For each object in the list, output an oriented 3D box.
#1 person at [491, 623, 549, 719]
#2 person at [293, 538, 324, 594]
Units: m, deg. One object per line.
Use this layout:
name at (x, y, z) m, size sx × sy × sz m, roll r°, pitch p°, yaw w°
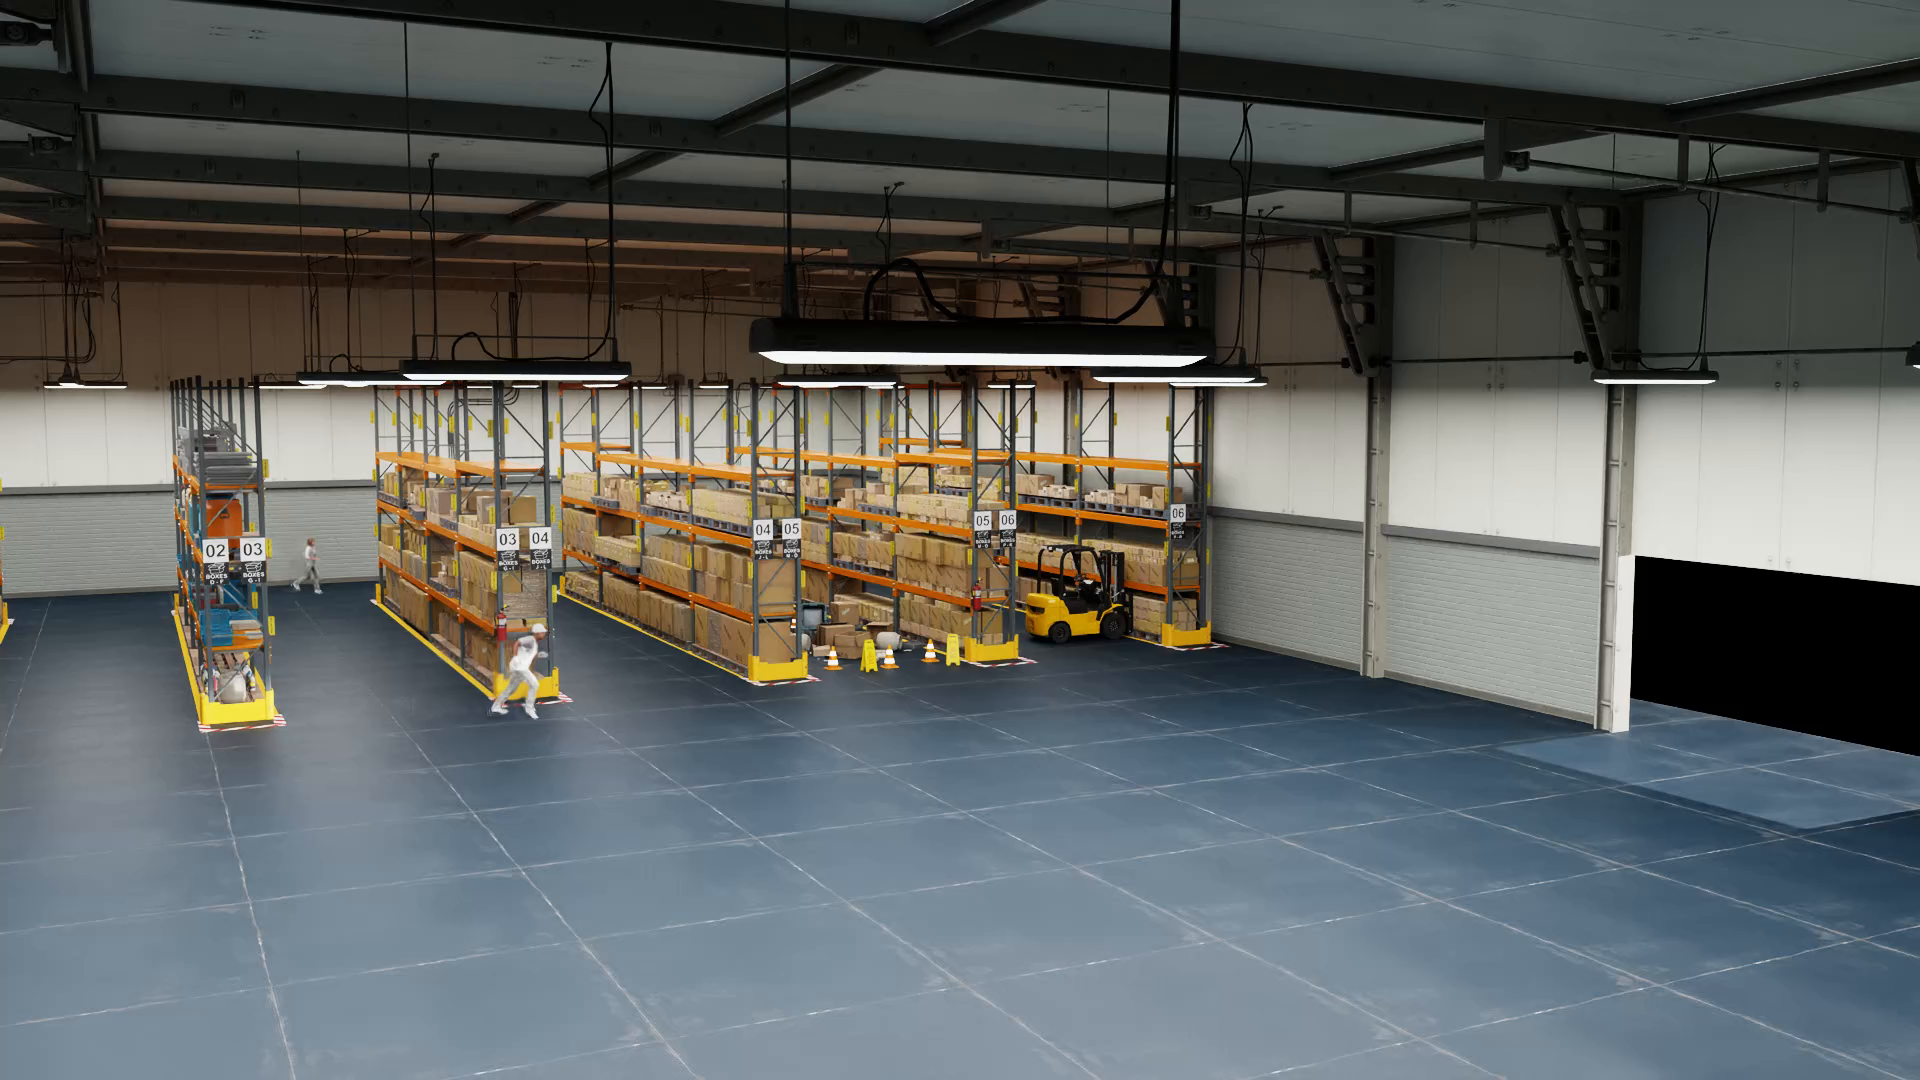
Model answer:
person at (-7.730, 2.326, 29.147) m, size 1.013 × 1.723 × 0.736 m, roll 0°, pitch 5°, yaw -5°
person at (-18.537, 0.739, 47.250) m, size 0.846 × 1.605 × 0.530 m, roll 0°, pitch 5°, yaw 1°
